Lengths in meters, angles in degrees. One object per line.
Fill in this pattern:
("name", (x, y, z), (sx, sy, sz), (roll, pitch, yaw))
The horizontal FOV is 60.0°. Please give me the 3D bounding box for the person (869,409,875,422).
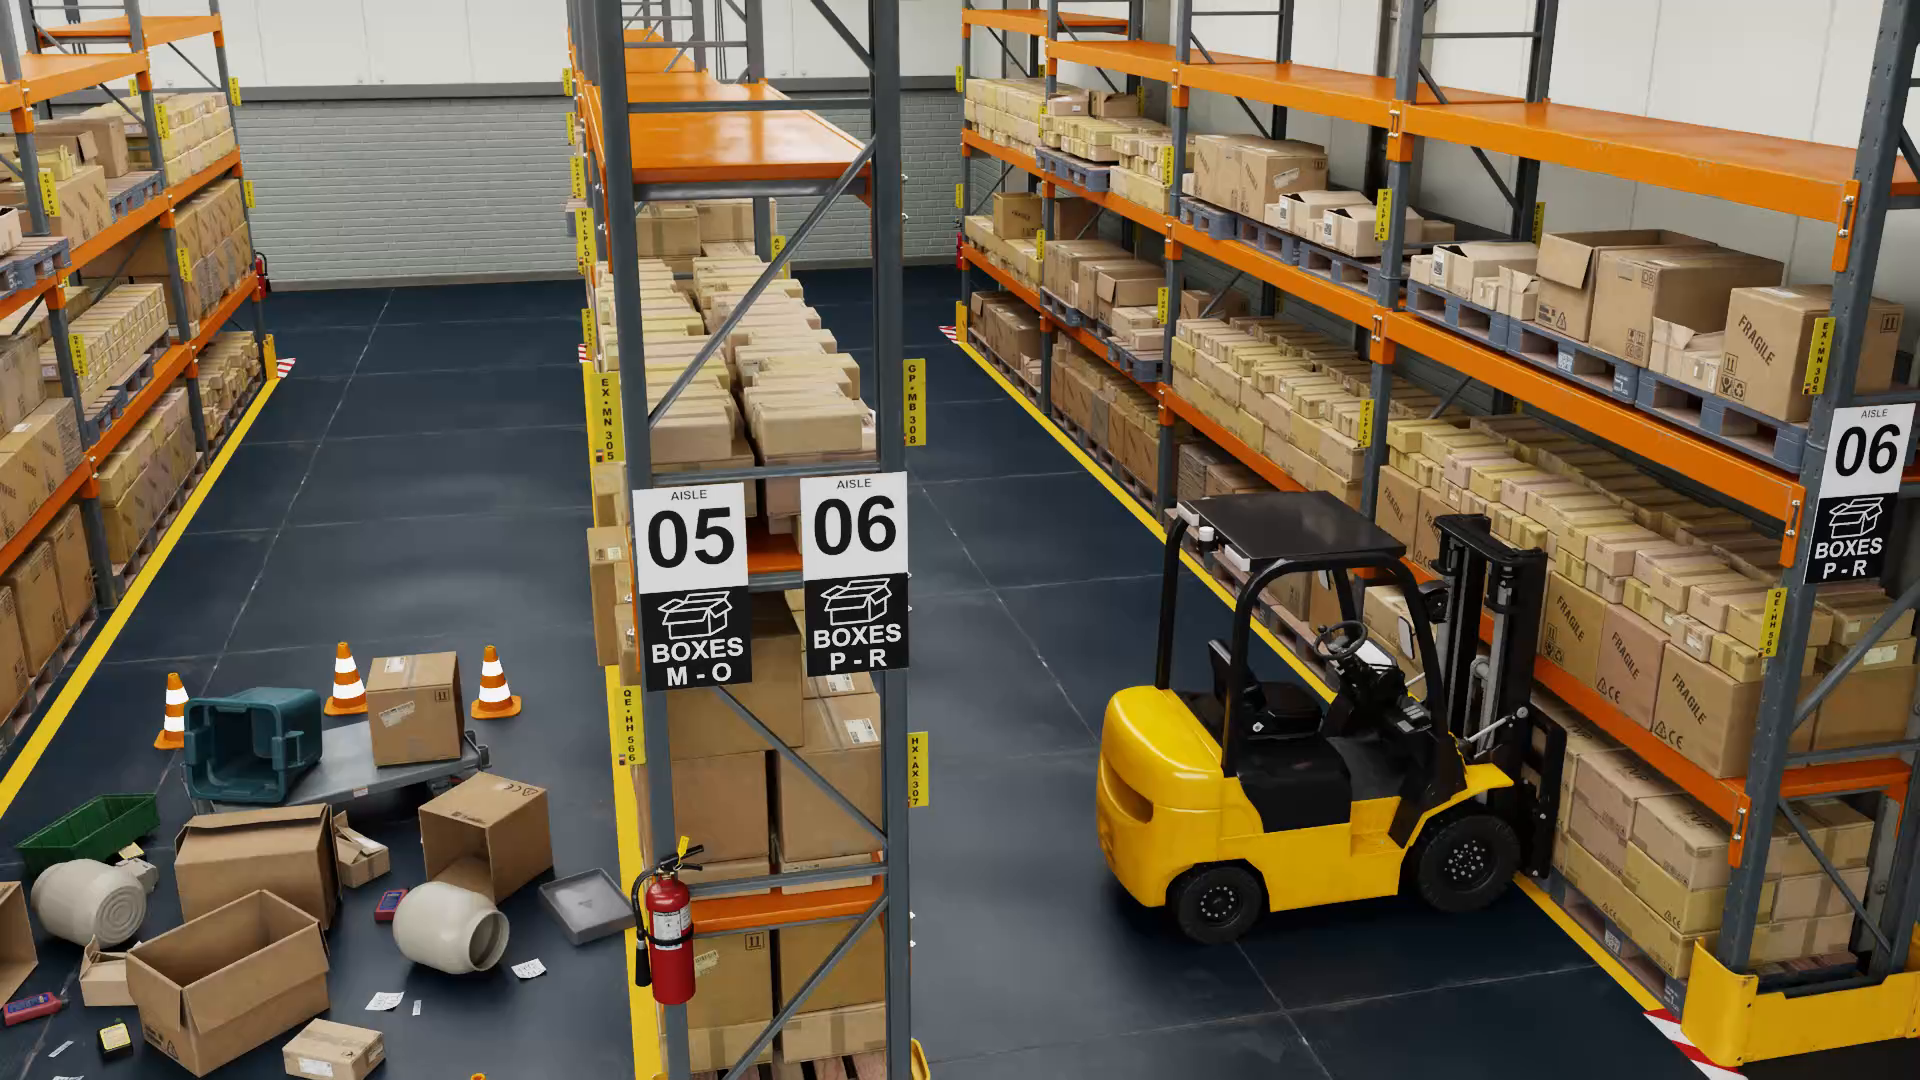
("person", (-0.881, -0.490, 13.740), (0.638, 1.760, 0.458), (-6, 20, -16))
